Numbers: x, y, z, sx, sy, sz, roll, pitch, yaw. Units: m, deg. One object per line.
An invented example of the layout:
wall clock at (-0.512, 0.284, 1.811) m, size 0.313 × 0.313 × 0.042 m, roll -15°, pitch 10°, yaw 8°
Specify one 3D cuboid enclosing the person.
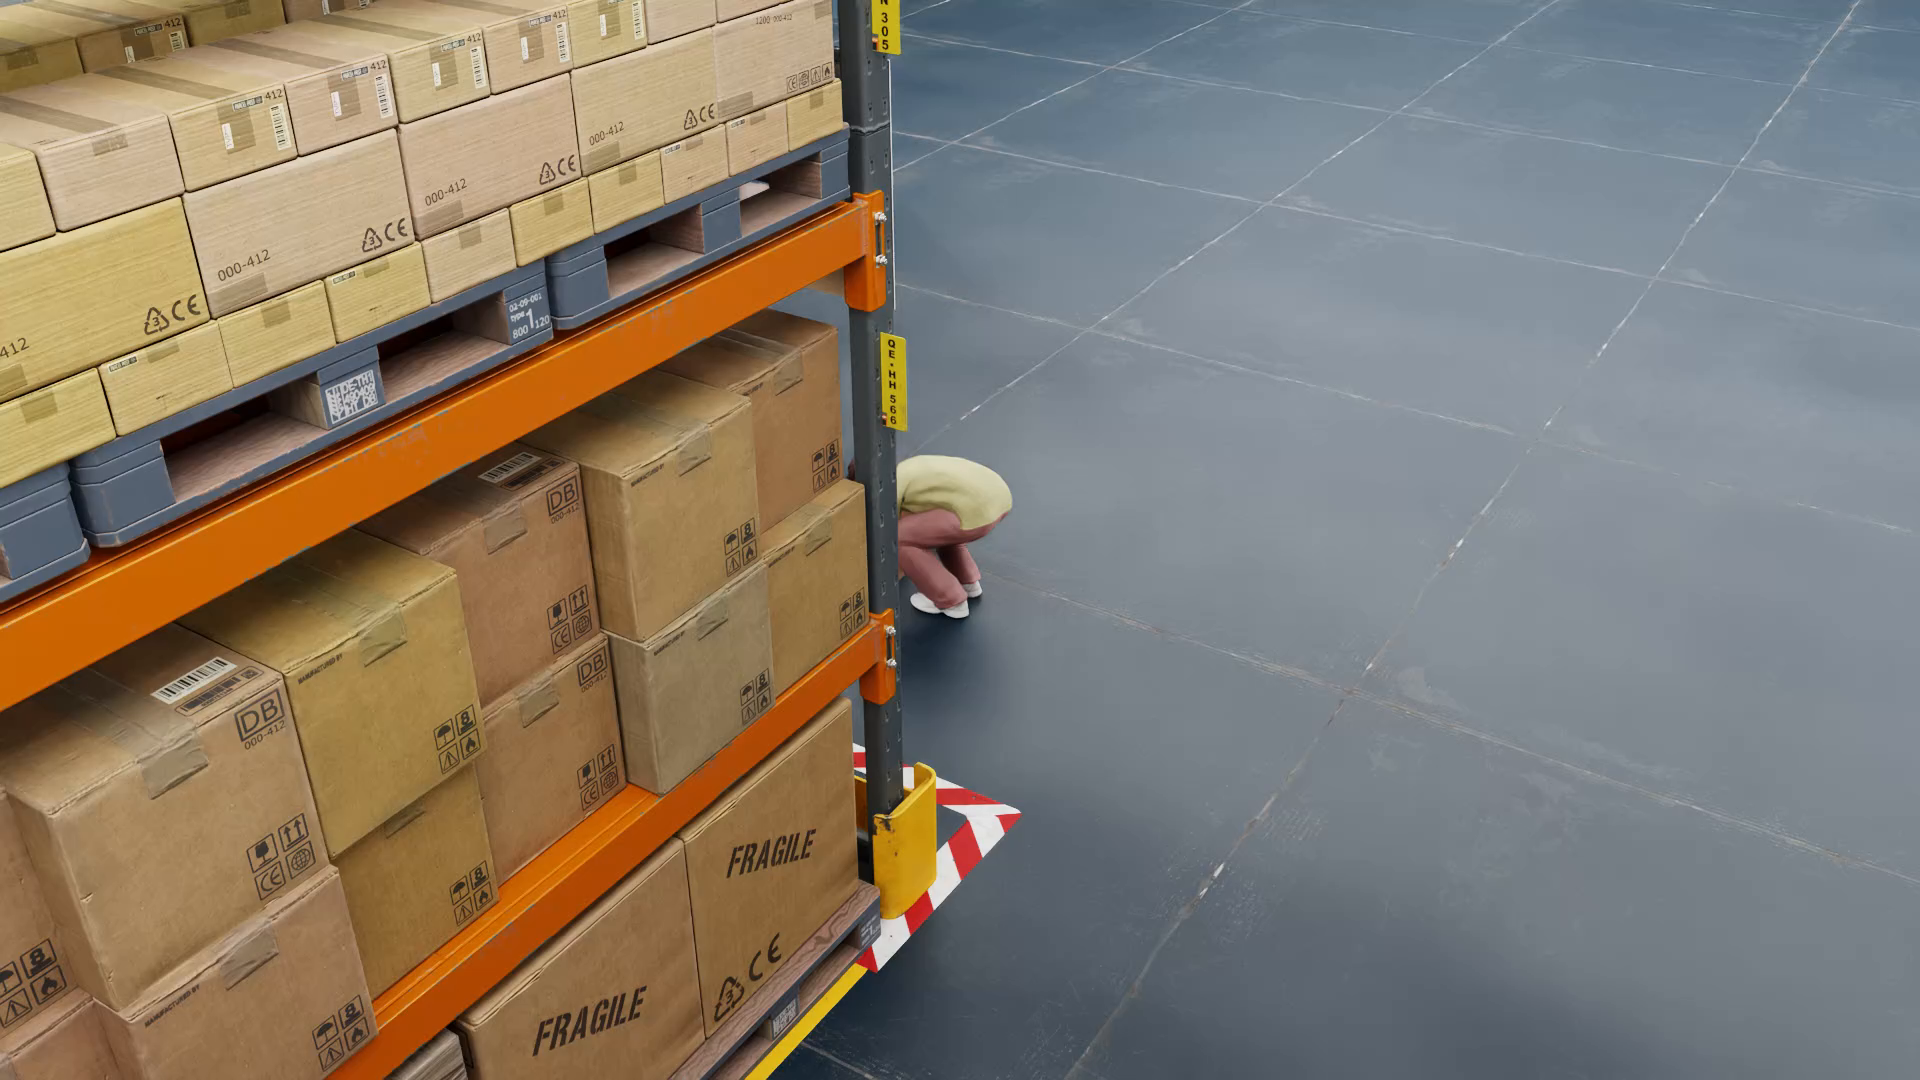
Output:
person at (-0.169, -0.055, 8.149) m, size 0.867 × 0.767 × 0.460 m, roll 17°, pitch 34°, yaw 26°
